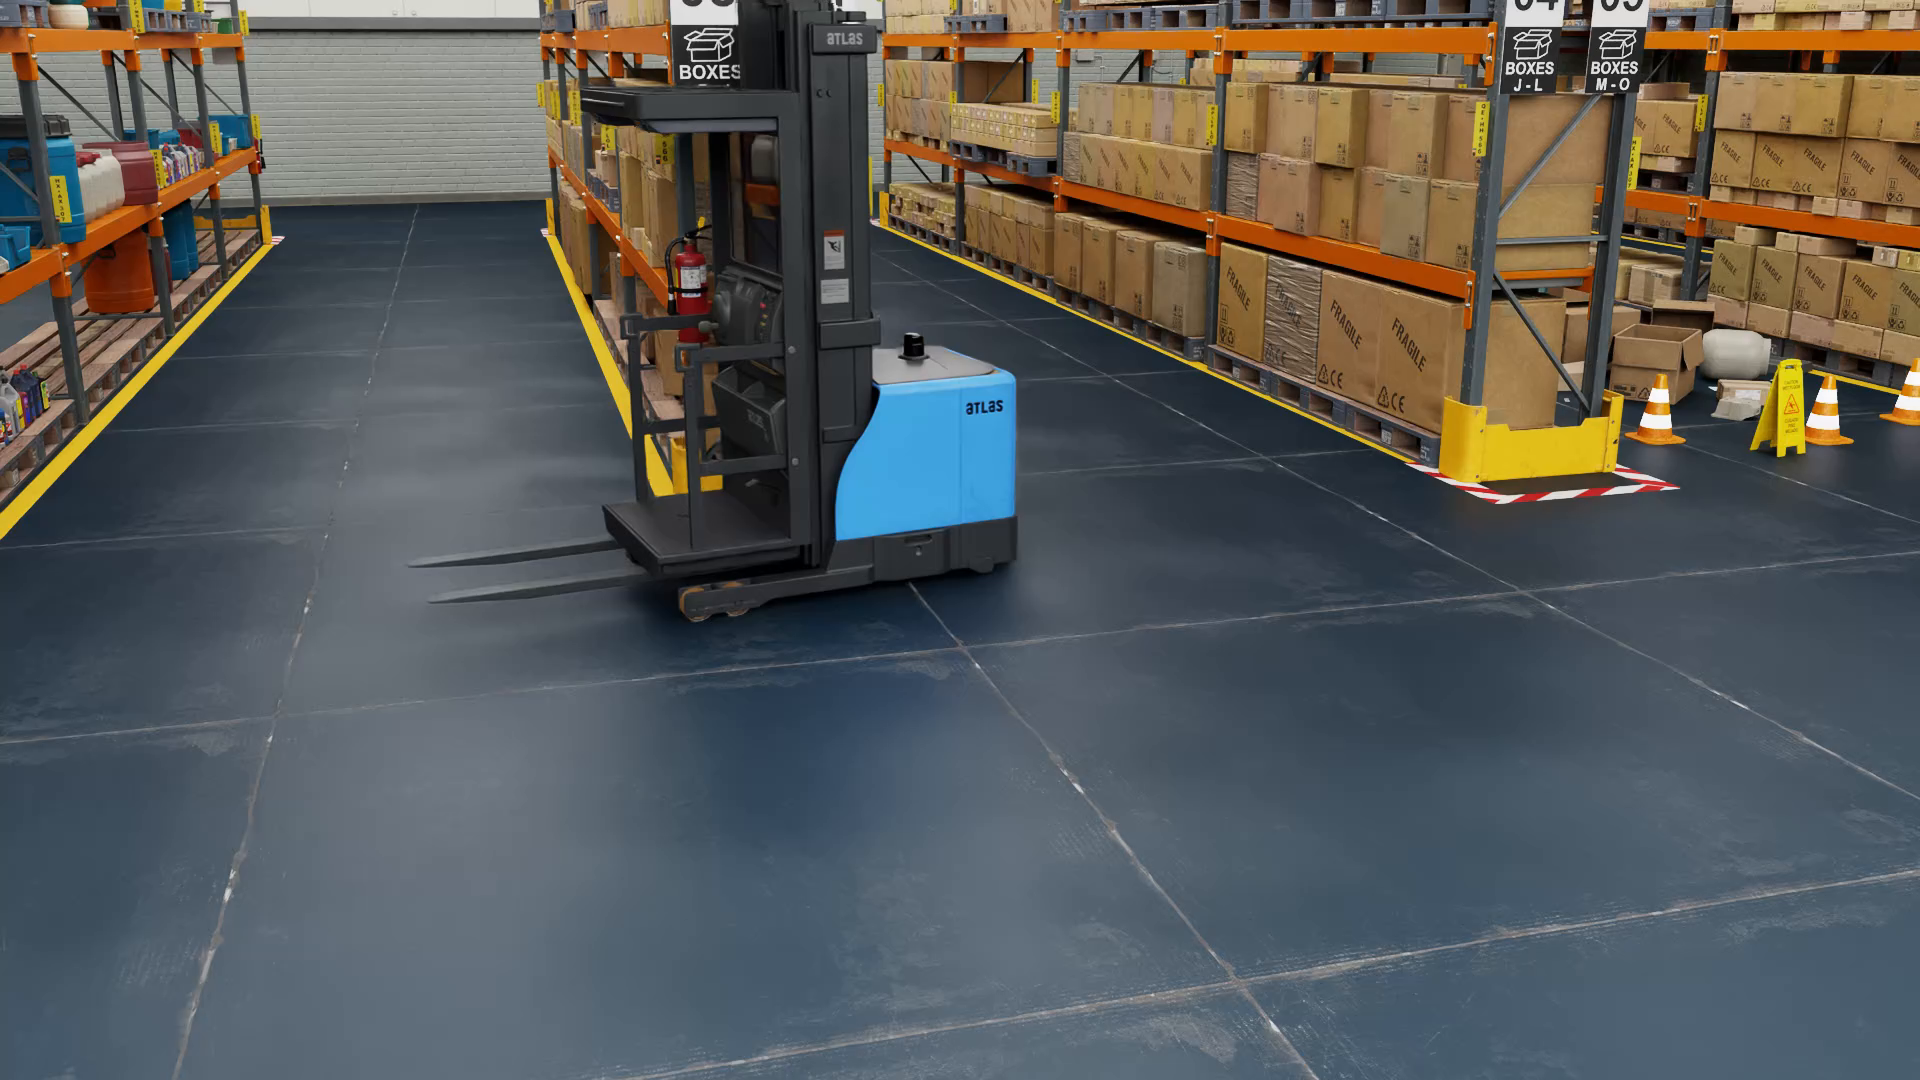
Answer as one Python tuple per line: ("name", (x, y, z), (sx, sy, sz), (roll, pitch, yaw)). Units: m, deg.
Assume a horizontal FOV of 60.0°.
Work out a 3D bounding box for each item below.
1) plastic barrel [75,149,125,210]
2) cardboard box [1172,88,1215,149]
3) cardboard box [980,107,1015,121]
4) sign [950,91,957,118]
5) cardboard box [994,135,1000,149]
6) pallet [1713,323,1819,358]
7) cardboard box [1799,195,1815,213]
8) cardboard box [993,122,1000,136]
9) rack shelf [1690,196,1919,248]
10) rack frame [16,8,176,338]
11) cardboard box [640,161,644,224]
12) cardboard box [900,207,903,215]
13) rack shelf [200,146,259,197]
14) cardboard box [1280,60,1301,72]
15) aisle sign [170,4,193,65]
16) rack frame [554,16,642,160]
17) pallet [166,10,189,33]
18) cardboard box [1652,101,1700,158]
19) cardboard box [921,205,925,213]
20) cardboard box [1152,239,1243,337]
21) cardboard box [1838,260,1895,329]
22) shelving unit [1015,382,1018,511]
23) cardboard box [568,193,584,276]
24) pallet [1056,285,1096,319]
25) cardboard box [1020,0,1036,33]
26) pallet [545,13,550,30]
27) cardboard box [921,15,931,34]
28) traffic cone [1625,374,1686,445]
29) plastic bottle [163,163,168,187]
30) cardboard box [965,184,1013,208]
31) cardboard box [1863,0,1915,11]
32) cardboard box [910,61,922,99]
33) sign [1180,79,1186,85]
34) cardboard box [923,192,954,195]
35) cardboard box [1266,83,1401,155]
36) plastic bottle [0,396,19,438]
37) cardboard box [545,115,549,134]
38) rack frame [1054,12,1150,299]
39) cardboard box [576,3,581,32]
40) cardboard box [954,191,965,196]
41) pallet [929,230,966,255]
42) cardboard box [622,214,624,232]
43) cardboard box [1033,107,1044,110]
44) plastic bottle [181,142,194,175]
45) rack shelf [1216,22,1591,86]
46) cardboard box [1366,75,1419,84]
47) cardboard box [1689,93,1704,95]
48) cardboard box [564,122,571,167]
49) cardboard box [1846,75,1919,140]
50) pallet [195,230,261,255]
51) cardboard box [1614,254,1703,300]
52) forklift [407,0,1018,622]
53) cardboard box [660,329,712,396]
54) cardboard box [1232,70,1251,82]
("plastic barrel", (-7.537, -3.141, 14.502), (0.421, 0.512, 0.421), (0, 17, 0))
("cardboard box", (2.348, -3.811, 15.012), (0.700, 0.500, 0.500), (-5, 17, -16))
("cardboard box", (0.457, -5.081, 19.824), (0.380, 0.149, 0.250), (-4, 17, -13))
("sign", (-0.084, -5.587, 21.334), (0.100, 0.325, 0.005), (-5, 17, -15))
("cardboard box", (0.609, -4.647, 19.417), (0.380, 0.149, 0.250), (-4, 17, -14))
("pallet", (7.584, -1.906, 15.430), (1.003, 0.211, 1.213), (-5, 17, -15))
("cardboard box", (7.503, -2.912, 14.370), (0.380, 0.149, 0.250), (-5, 17, -16))
("cardboard box", (0.604, -4.792, 19.380), (0.380, 0.149, 0.250), (-4, 17, -14))
("rack shelf", (7.915, -2.526, 13.899), (1.077, 0.370, 4.000), (-5, 17, -15))
("rack frame", (-8.025, -3.356, 15.409), (1.000, 3.000, 0.127), (-5, 17, -15))
("cardboard box", (-1.761, -2.430, 11.638), (0.875, 0.500, 0.500), (-5, 17, -15))
("cardboard box", (-0.677, -4.924, 24.855), (0.380, 0.149, 0.250), (-5, 17, -15))
("rack shelf", (-9.674, -4.671, 21.038), (1.077, 0.370, 4.000), (-5, 17, -15))
("cardboard box", (4.749, -6.686, 23.456), (0.380, 0.149, 0.250), (-5, 17, -15))
("aisle sign", (-10.529, -6.810, 22.390), (0.394, 0.787, 0.004), (-5, 17, -15))
("rack frame", (-4.362, -4.854, 20.396), (1.000, 3.000, 0.127), (-5, 17, -15))
("pallet", (-8.500, -5.286, 16.948), (1.003, 0.211, 1.213), (-5, 17, -15))
("cardboard box", (7.018, -3.925, 15.885), (0.500, 0.500, 0.500), (-5, 17, -16))
("cardboard box", (-0.349, -4.779, 23.857), (0.380, 0.149, 0.250), (-4, 17, -12))
("cardboard box", (2.377, -2.293, 15.053), (1.050, 0.750, 0.750), (-5, 17, -16))
("cardboard box", (7.715, -2.046, 13.797), (0.500, 0.500, 0.500), (-5, 17, -17))
("shelving unit", (0.163, -0.460, 9.419), (0.258, 0.900, 0.210), (-8, 19, -26))
("cardboard box", (-3.670, -3.370, 18.422), (1.225, 0.875, 0.875), (-5, 17, -15))
("pallet", (1.679, -2.552, 17.580), (1.003, 0.211, 1.213), (-5, 17, -15))
("cardboard box", (0.983, -5.871, 18.395), (0.500, 0.500, 0.500), (-5, 17, -15))
("pallet", (-4.908, -6.812, 21.855), (1.003, 0.211, 1.213), (-5, 17, -15))
("cardboard box", (-0.226, -6.976, 22.510), (0.500, 0.250, 0.500), (-5, 17, -16))
("traffic cone", (4.952, -0.943, 11.786), (0.336, 0.463, 0.334), (-5, 17, -15))
("plastic bottle", (-8.066, -3.702, 16.787), (0.097, 0.271, 0.097), (0, 17, 0))
("cardboard box", (0.384, -4.356, 21.050), (0.500, 0.250, 0.500), (-5, 18, -18))
("cardboard box", (7.640, -4.367, 13.306), (0.500, 0.250, 0.500), (-5, 17, -15))
("cardboard box", (-0.386, -6.423, 23.191), (0.500, 0.500, 0.500), (-5, 18, -17))
("sign", (3.532, -7.154, 26.411), (0.100, 0.325, 0.005), (-5, 17, -15))
("cardboard box", (-0.305, -4.849, 23.571), (0.380, 0.149, 0.250), (-5, 17, -15))
("cardboard box", (2.965, -3.346, 13.240), (0.875, 0.550, 0.550), (-5, 17, -15))
("plastic bottle", (-6.289, -0.812, 10.912), (0.152, 0.276, 0.135), (-4, 17, -14))
("cardboard box", (-5.589, -5.877, 23.545), (0.500, 0.250, 0.500), (-5, 17, -17))
("rack frame", (1.534, -4.111, 17.925), (1.000, 3.000, 0.127), (-5, 17, -15))
("cardboard box", (-3.378, -4.962, 15.803), (0.500, 0.250, 0.500), (-4, 17, -14))
("cardboard box", (0.135, -4.884, 23.690), (0.380, 0.149, 0.250), (-5, 17, -15))
("pallet", (0.217, -4.065, 22.619), (1.003, 0.211, 1.213), (-5, 17, -15))
("cardboard box", (-2.393, -2.437, 12.788), (0.380, 0.149, 0.250), (-5, 17, -15))
("cardboard box", (1.091, -5.127, 19.980), (0.380, 0.149, 0.250), (-6, 18, -18))
("plastic bottle", (-8.557, -4.210, 18.339), (0.144, 0.351, 0.185), (-5, 17, -15))
("rack shelf", (3.183, -3.544, 12.072), (1.077, 0.370, 4.000), (-5, 17, -15))
("cardboard box", (5.461, -5.599, 20.967), (0.500, 0.500, 0.500), (-5, 17, -16))
("cardboard box", (9.999, -5.985, 23.258), (0.700, 0.500, 0.500), (-5, 17, -15))
("cardboard box", (-4.337, -4.616, 19.430), (0.500, 0.500, 0.500), (-5, 17, -15))
("cardboard box", (7.740, -3.534, 13.573), (0.700, 0.500, 0.500), (-5, 17, -16))
("pallet", (-10.034, -4.002, 22.407), (1.003, 0.211, 1.213), (-5, 17, -15))
("cardboard box", (7.018, -2.710, 17.099), (0.950, 0.372, 0.625), (-4, 17, -12))
("forklift", (-1.250, -1.177, 8.277), (3.031, 2.935, 1.130), (-8, 18, -25))
("cardboard box", (-1.927, -1.373, 12.424), (0.500, 0.500, 0.500), (1, 17, 2))
("cardboard box", (4.361, -6.693, 24.608), (0.500, 0.500, 0.500), (-5, 17, -15))
